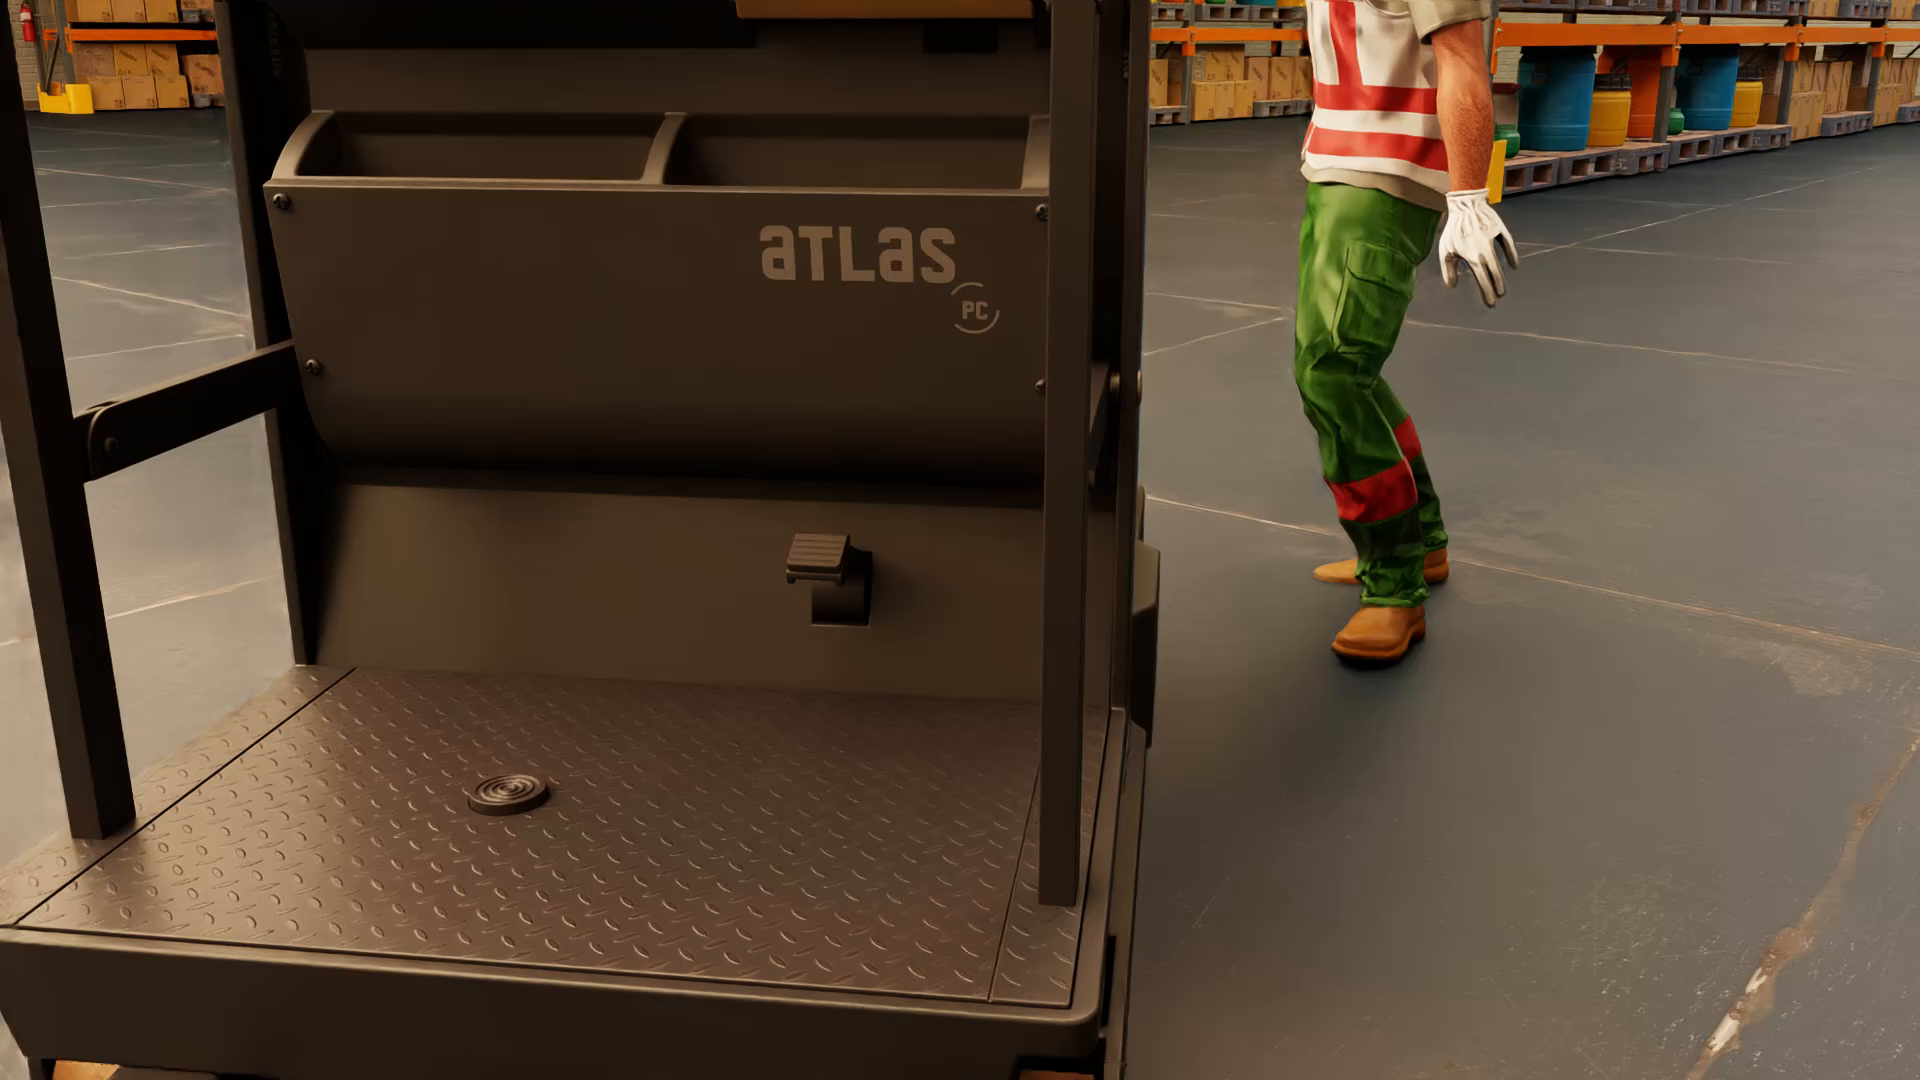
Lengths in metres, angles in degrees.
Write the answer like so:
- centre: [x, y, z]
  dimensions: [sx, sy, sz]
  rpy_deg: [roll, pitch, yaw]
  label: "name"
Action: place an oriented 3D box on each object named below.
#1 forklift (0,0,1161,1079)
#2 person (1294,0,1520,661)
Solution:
- centre: [-0.360, -0.816, 1.585]
  dimensions: [1.130, 2.935, 3.031]
  rpy_deg: [2, 17, 8]
  label: "forklift"
- centre: [0.837, -0.695, 3.303]
  dimensions: [0.464, 1.750, 0.887]
  rpy_deg: [1, 17, 3]
  label: "person"
